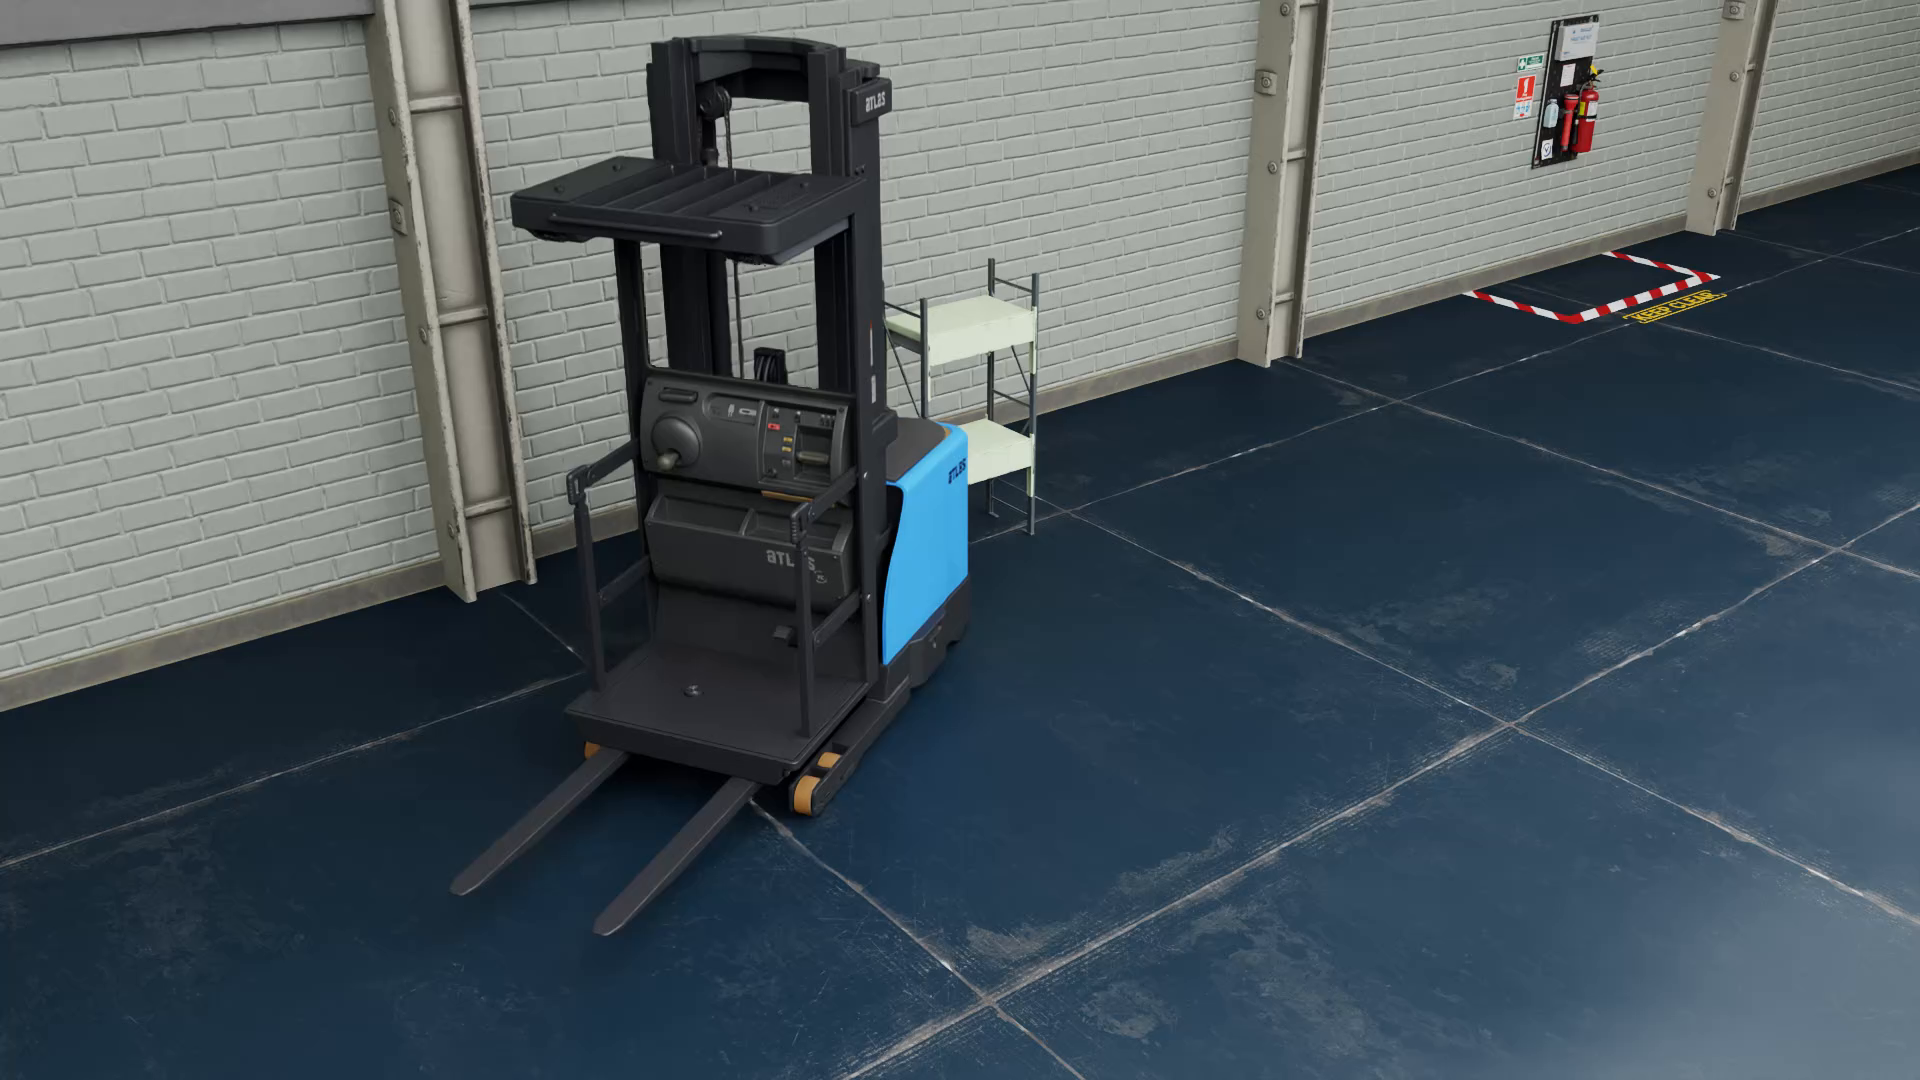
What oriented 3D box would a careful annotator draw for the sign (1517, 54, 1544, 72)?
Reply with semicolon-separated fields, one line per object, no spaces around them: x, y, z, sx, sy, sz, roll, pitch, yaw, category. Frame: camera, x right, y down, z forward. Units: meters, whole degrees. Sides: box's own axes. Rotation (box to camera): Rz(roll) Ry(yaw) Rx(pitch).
4.510;-3.772;13.142;0.331;0.109;0.001;-18;31;-34;sign

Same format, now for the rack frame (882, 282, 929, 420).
-0.293;-0.583;8.726;0.023;1.500;0.400;-18;31;-34;rack frame

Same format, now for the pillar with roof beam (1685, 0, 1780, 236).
9.624;-5.551;10.520;0.400;9.000;9.100;-18;31;-34;pillar with roof beam

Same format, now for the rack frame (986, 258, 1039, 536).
0.283;-0.774;9.135;0.023;1.500;0.400;-18;31;-34;rack frame

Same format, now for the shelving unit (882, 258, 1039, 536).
-0.005;-0.679;8.931;0.755;1.500;0.431;-18;31;-34;shelving unit

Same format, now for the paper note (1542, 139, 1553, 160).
4.818;-3.204;13.636;0.142;0.148;0.016;-18;31;-34;paper note

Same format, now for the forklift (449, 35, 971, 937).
-0.968;-0.399;6.627;1.130;2.935;3.031;10;27;20;forklift

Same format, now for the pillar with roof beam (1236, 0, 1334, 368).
4.903;-3.992;7.162;0.400;9.000;9.100;-18;31;-34;pillar with roof beam

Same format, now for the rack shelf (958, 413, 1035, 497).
-0.005;-0.383;9.068;0.720;0.370;0.431;-18;31;-34;rack shelf

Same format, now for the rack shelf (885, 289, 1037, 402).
-0.005;-1.033;8.766;0.720;0.370;0.431;-18;31;-34;rack shelf

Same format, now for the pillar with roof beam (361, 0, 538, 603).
0.181;-2.433;3.804;0.400;9.000;9.100;-18;31;-34;pillar with roof beam

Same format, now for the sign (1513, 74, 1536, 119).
4.501;-3.533;13.257;0.234;0.329;0.001;-18;31;-34;sign

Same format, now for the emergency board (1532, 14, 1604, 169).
5.000;-3.626;13.500;0.643;1.169;0.194;-18;31;-34;emergency board
